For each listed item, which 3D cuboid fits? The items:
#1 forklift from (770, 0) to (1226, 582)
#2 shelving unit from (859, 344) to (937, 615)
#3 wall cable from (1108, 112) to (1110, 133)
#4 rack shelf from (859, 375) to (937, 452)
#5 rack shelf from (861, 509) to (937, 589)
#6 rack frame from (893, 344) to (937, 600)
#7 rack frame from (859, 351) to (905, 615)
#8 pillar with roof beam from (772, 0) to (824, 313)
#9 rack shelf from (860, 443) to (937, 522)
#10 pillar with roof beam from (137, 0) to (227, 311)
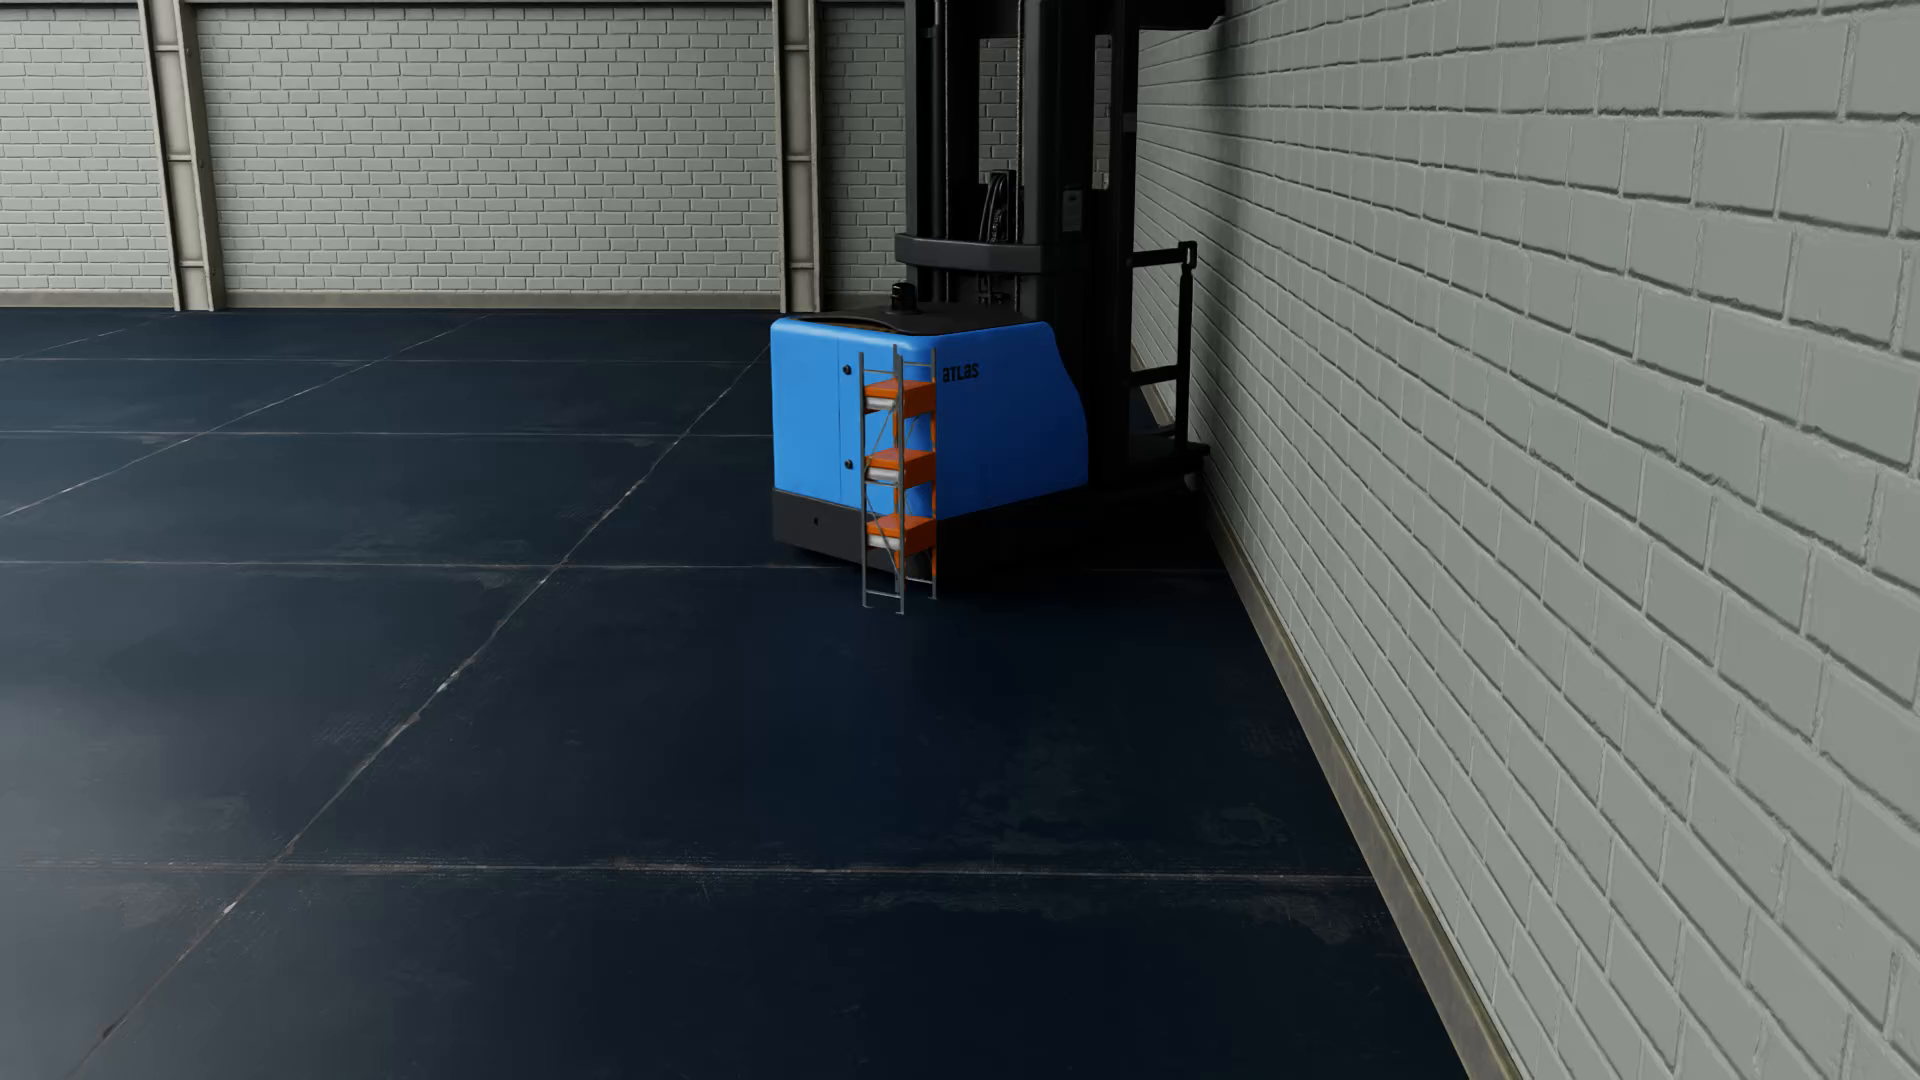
[{"bbox_3d":[0.534,-1.544,7.946,1.130,2.935,3.031,14,20,42],"label":"forklift"},{"bbox_3d":[-0.247,-0.246,6.714,0.215,1.050,0.252,9,17,30],"label":"shelving unit"},{"bbox_3d":[1.357,-4.754,14.307,0.112,2.526,3.097,0,15,1],"label":"wall cable"},{"bbox_3d":[-0.247,-0.510,6.644,0.215,0.259,0.240,9,17,30],"label":"rack shelf"},{"bbox_3d":[-0.247,0.033,6.788,0.215,0.259,0.240,9,17,30],"label":"rack shelf"},{"bbox_3d":[-0.184,-0.273,6.815,0.200,1.050,0.008,9,17,30],"label":"rack frame"},{"bbox_3d":[-0.309,-0.219,6.613,0.200,1.050,0.008,9,17,30],"label":"rack frame"},{"bbox_3d":[-1.664,-5.514,11.101,0.400,9.000,9.100,0,15,1],"label":"pillar with roof beam"},{"bbox_3d":[-0.247,-0.236,6.717,0.215,0.259,0.240,9,17,30],"label":"rack shelf"},{"bbox_3d":[-7.662,-5.553,11.249,0.400,9.000,9.100,0,15,1],"label":"pillar with roof beam"}]
